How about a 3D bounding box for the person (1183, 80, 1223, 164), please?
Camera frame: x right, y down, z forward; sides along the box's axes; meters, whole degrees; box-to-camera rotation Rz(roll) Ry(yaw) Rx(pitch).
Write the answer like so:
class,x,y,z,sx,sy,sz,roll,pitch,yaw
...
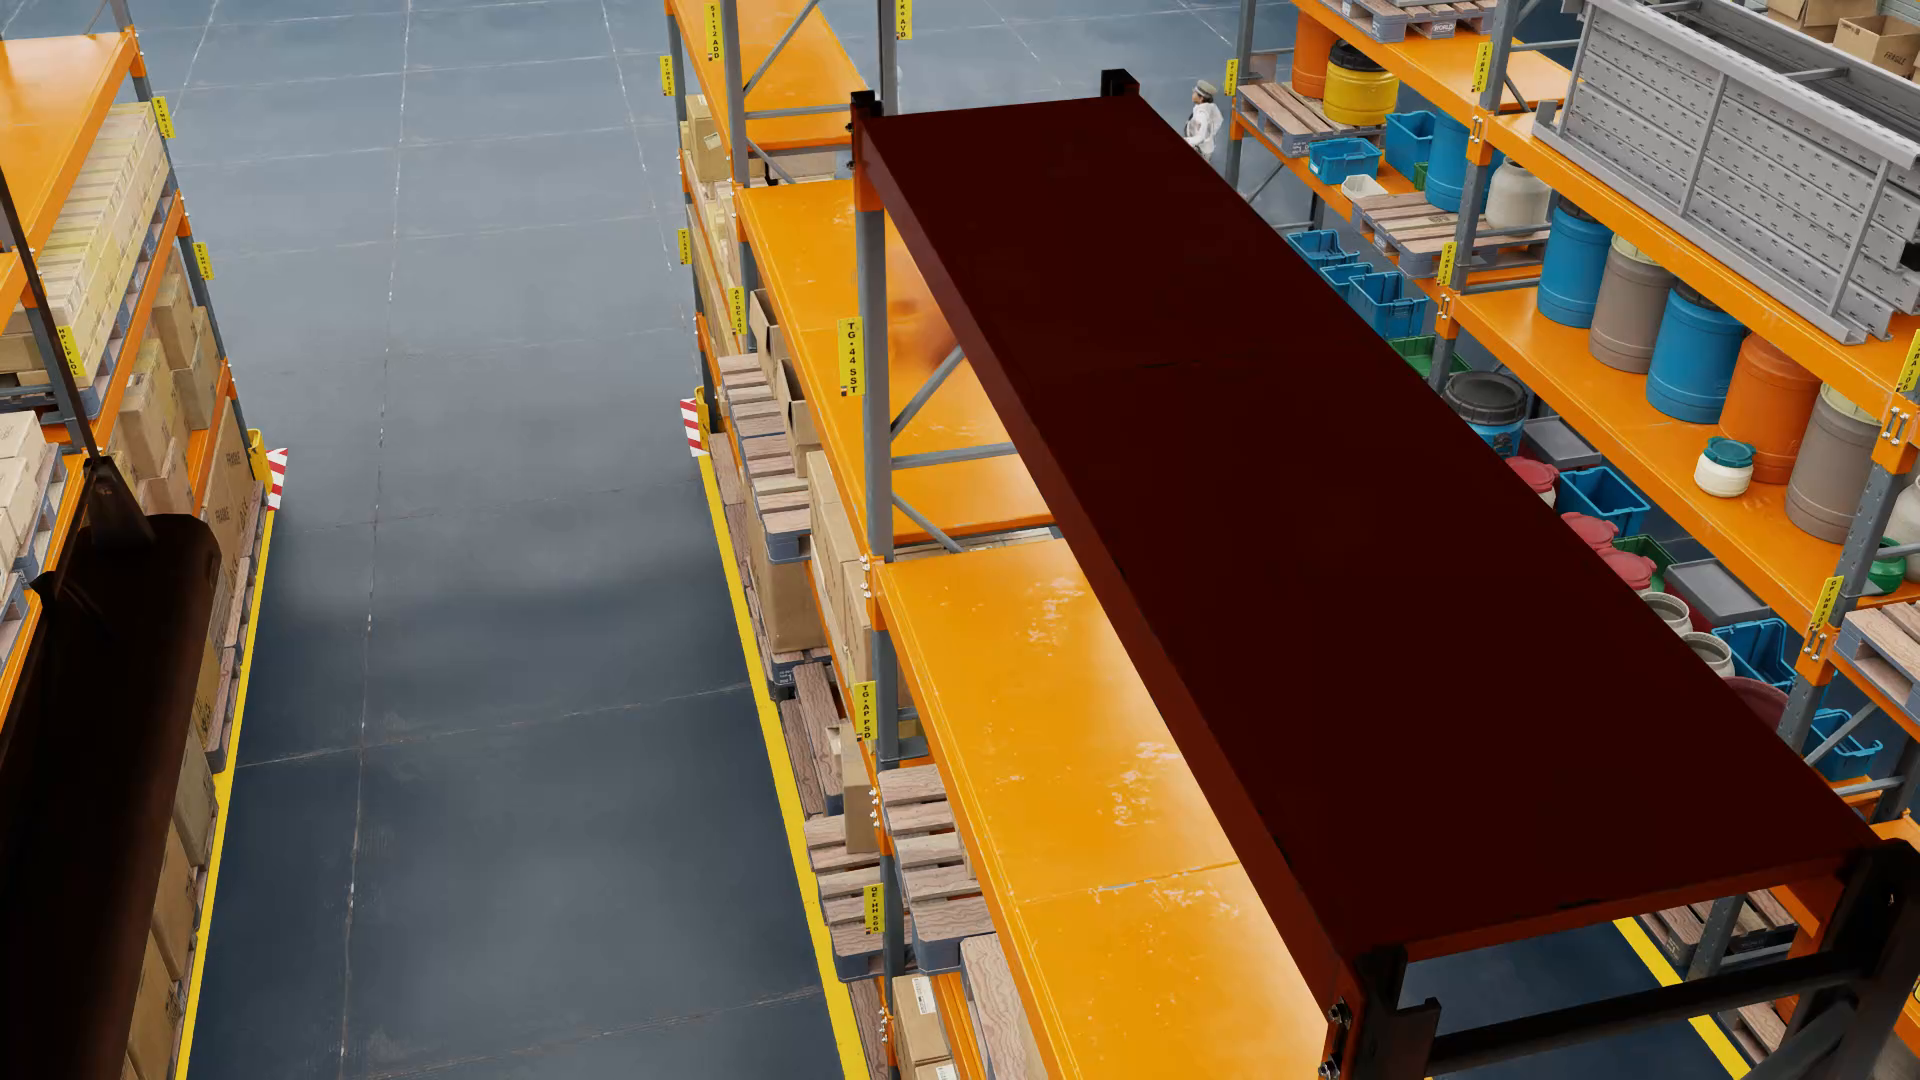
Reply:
class,x,y,z,sx,sy,sz,roll,pitch,yaw
person,2.719,-4.477,19.150,0.577,1.666,0.624,7,35,10
